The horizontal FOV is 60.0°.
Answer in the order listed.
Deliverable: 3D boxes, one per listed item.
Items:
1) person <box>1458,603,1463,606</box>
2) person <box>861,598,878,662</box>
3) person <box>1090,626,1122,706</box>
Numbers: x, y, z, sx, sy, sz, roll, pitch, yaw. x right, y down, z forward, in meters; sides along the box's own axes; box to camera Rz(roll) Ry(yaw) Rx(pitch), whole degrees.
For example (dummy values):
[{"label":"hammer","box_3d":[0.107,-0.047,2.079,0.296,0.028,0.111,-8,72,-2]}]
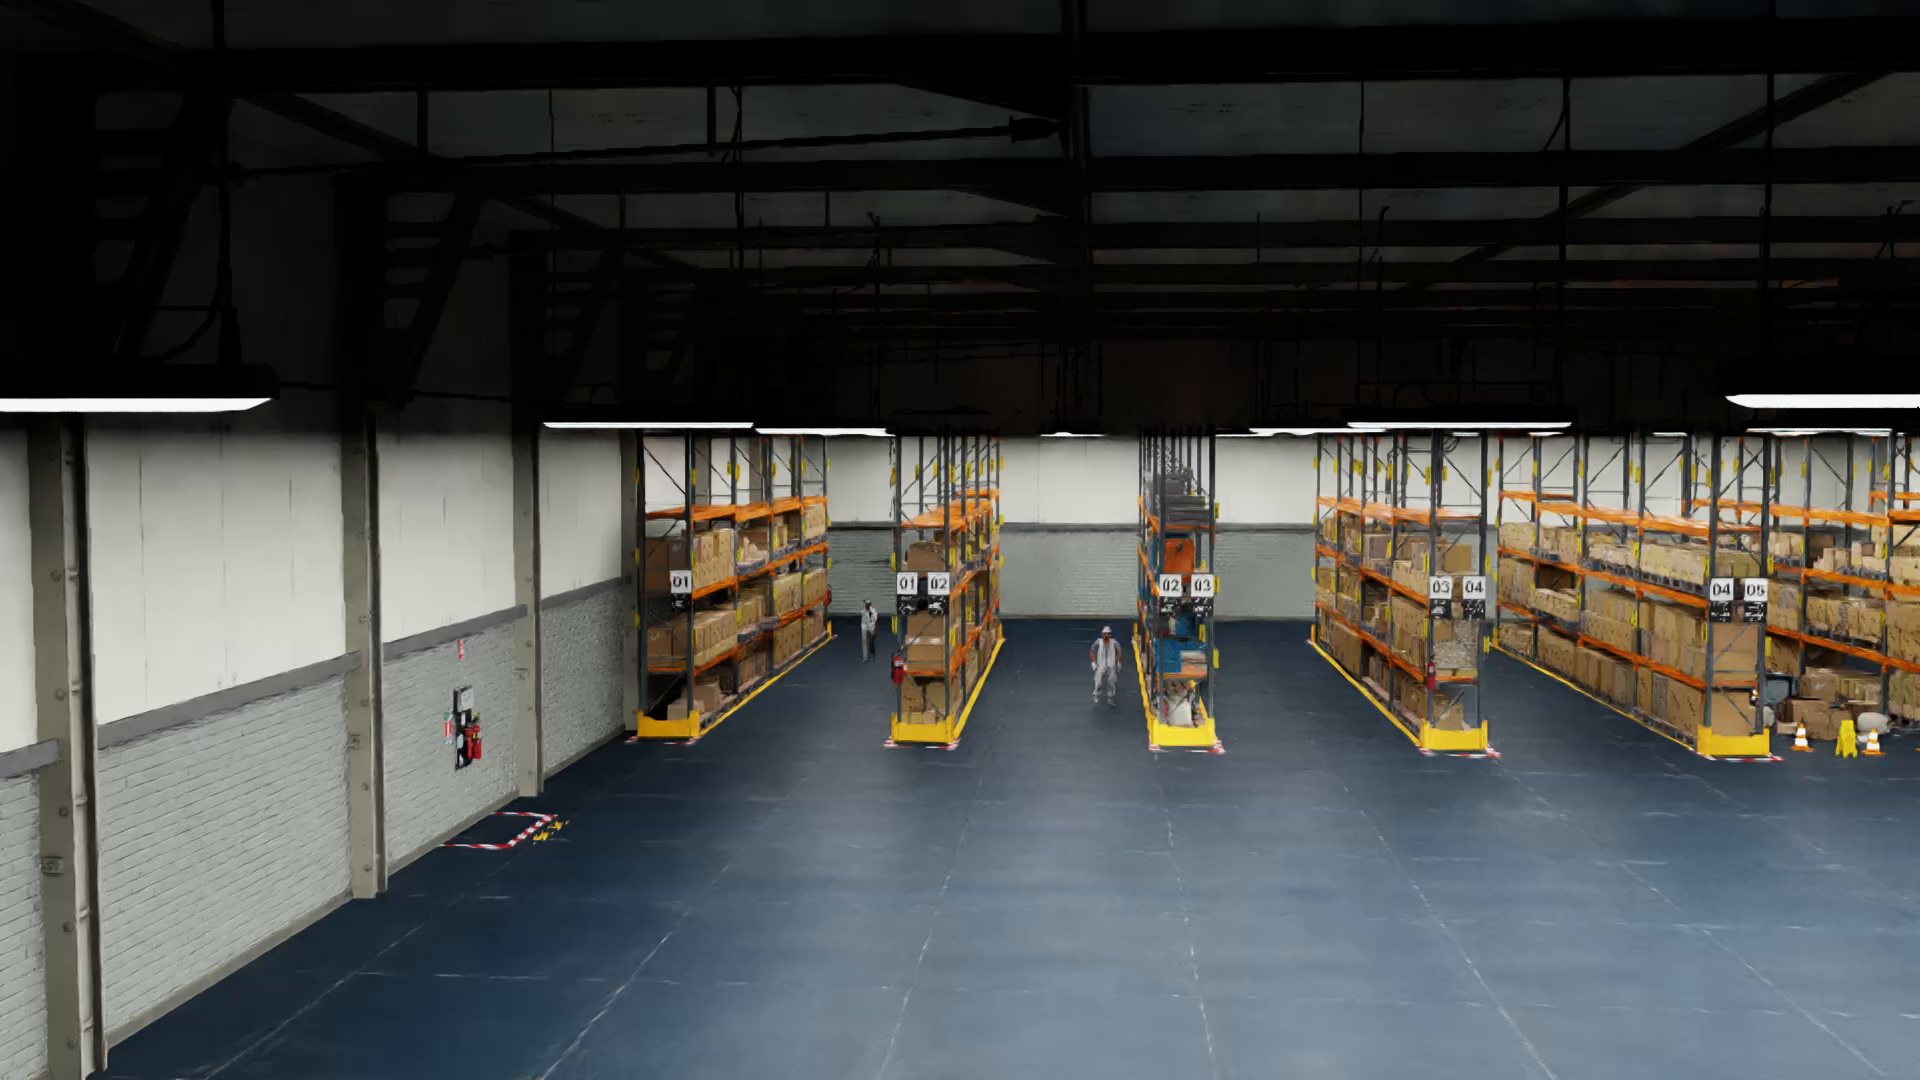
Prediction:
[{"label":"person","box_3d":[15.449,1.814,50.710,0.474,1.636,0.609,-2,4,-27]},{"label":"person","box_3d":[-2.339,2.298,42.845,0.463,1.622,0.989,0,3,4]},{"label":"person","box_3d":[3.116,2.699,35.520,0.677,1.742,0.552,0,3,4]}]
